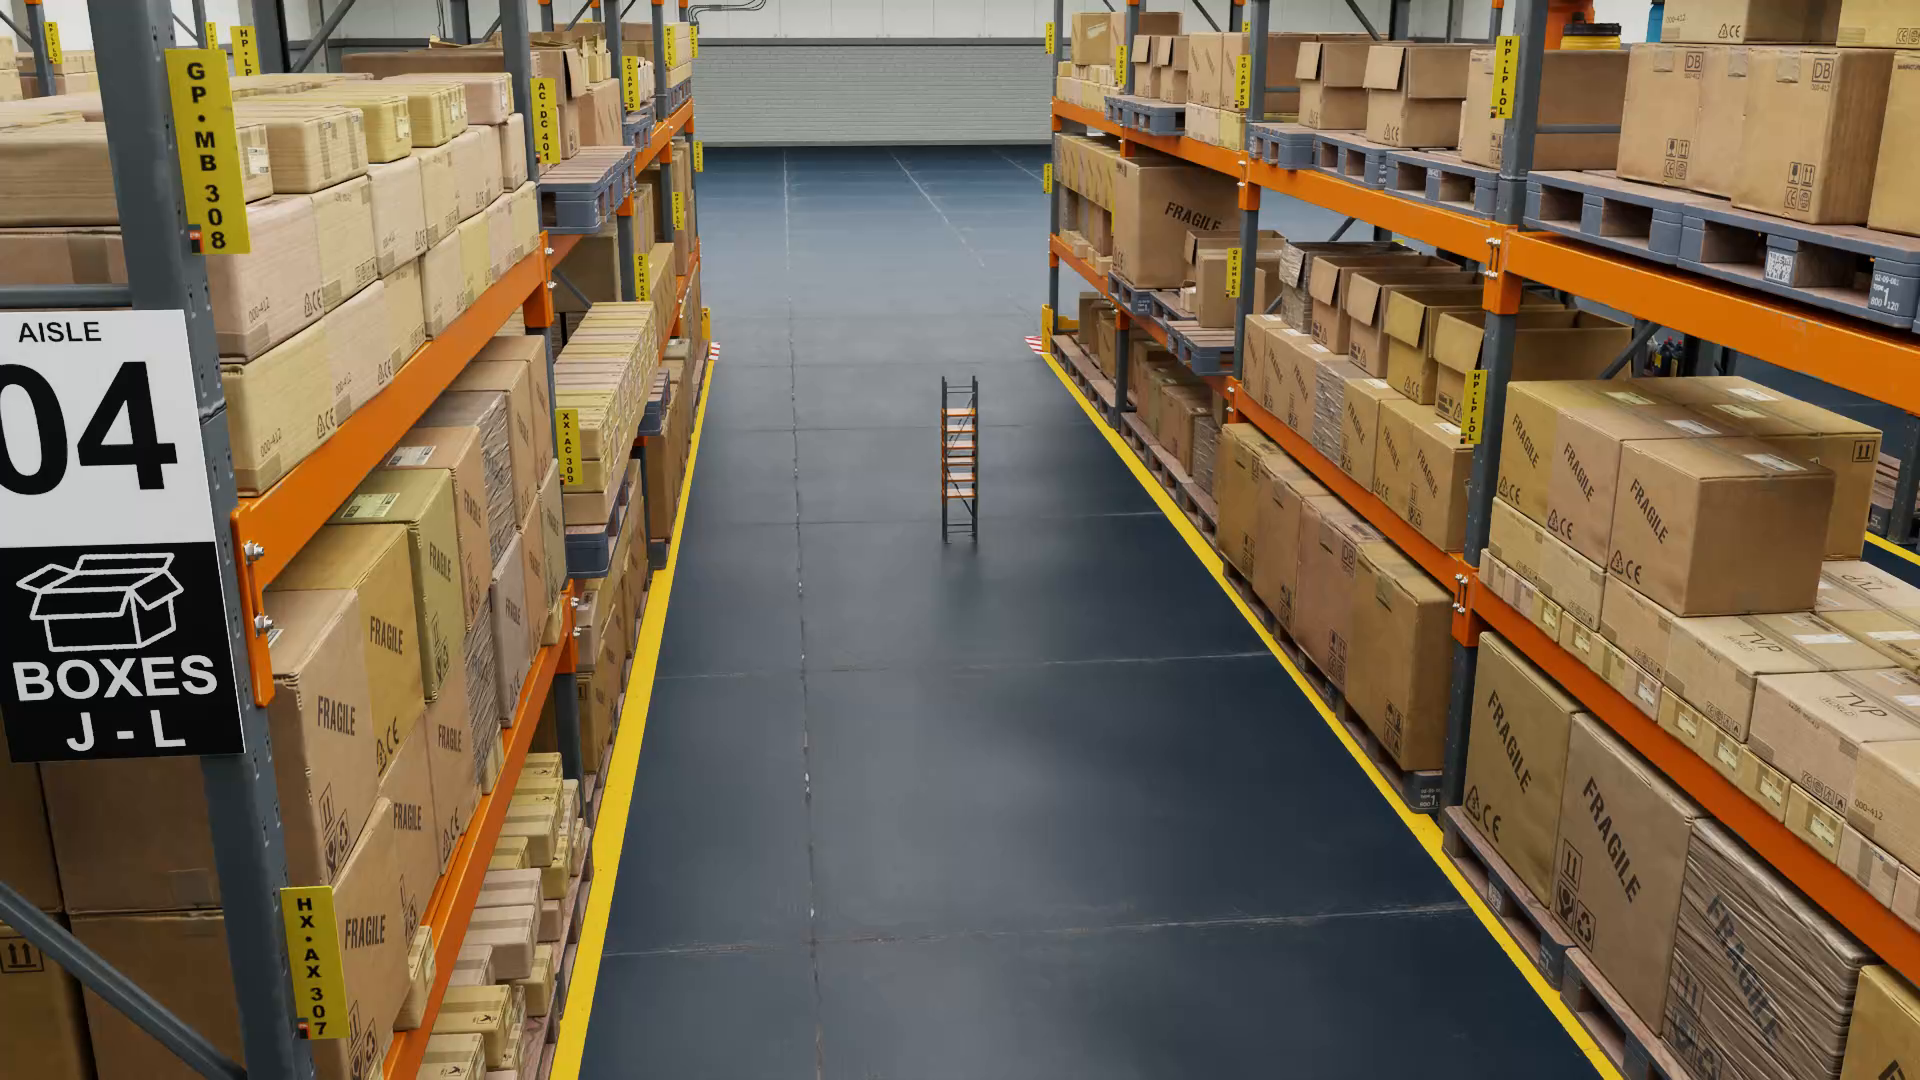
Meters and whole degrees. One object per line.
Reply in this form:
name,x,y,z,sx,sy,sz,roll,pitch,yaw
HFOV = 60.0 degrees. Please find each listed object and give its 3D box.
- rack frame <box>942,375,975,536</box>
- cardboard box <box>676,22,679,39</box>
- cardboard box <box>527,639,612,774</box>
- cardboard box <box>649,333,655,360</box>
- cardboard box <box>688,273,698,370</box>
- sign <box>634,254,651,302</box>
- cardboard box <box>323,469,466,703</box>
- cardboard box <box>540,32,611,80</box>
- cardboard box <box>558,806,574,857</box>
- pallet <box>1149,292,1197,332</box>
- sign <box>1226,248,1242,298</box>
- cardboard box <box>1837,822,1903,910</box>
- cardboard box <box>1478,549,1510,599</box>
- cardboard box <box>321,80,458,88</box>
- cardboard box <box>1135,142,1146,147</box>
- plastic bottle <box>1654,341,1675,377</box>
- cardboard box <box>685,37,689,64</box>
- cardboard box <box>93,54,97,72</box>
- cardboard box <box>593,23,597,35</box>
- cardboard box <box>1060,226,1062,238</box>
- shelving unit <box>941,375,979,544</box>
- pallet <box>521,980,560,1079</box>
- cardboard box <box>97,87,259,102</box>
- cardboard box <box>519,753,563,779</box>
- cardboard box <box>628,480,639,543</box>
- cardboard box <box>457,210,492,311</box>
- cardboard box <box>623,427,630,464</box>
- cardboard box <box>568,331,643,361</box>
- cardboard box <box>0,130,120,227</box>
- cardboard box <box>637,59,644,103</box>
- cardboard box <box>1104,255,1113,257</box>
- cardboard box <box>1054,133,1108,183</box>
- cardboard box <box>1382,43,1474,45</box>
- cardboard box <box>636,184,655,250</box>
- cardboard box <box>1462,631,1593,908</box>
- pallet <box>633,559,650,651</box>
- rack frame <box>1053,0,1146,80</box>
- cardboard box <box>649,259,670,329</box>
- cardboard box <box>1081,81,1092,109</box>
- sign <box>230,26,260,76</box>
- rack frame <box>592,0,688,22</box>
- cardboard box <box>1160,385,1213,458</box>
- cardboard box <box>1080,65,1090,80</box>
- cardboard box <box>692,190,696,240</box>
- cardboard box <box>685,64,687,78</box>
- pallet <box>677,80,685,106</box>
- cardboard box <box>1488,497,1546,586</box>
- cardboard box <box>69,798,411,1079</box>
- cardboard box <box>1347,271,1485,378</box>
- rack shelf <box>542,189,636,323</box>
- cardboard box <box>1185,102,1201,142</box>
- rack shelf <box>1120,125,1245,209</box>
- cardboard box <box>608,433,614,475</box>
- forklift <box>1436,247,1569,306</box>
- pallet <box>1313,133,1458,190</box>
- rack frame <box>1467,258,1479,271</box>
rack frame,-0.011,-0.604,12.098,0.240,1.200,0.006,-2,18,-6
cardboard box,-2.836,-4.778,15.600,0.380,0.149,0.250,-2,18,-6
cardboard box,-1.992,0.807,8.069,0.500,0.500,0.500,-1,17,-3
cardboard box,-2.059,-1.158,10.080,0.380,0.149,0.250,-1,17,-4
cardboard box,-3.188,-2.256,17.202,0.875,0.875,0.875,-2,18,-7
sign,-2.053,-1.682,10.727,0.100,0.325,0.005,-2,18,-6
cardboard box,-1.639,0.121,4.452,0.500,0.500,0.500,-2,18,-7
cardboard box,-2.292,-2.880,9.889,0.396,0.266,0.258,-2,18,-6
cardboard box,-1.790,1.226,6.827,0.380,0.149,0.250,-3,18,-8
pallet,2.107,-1.768,13.122,1.003,0.211,1.213,-2,18,-6
sign,1.813,-1.766,10.995,0.100,0.325,0.005,-2,18,-6
cardboard box,2.735,0.909,4.693,0.380,0.149,0.250,-1,17,-5
cardboard box,2.464,0.139,7.147,0.380,0.149,0.250,-2,18,-6
cardboard box,-1.861,-1.428,5.461,0.380,0.149,0.250,-1,17,-4
cardboard box,1.979,-3.718,16.680,0.500,0.500,0.500,-2,18,-6
plastic bottle,7.052,-1.811,16.626,0.144,0.351,0.185,-2,18,-6
cardboard box,-3.038,-4.995,16.957,0.500,0.250,0.500,-2,18,-6
cardboard box,-7.700,-4.187,14.587,0.380,0.149,0.250,-2,18,-6
cardboard box,-3.385,-4.454,14.569,0.380,0.149,0.250,-2,18,-6
cardboard box,1.319,-3.443,18.554,0.380,0.149,0.250,-2,18,-6
shelving unit,-0.001,-0.577,12.011,0.258,1.200,0.189,-2,18,-6
pallet,-1.946,1.937,5.654,1.003,0.211,1.213,-2,18,-6
cardboard box,-2.302,-1.258,4.917,0.380,0.149,0.250,-1,17,-3
cardboard box,-1.884,1.017,6.994,0.380,0.149,0.250,-1,17,-4
cardboard box,-2.198,-0.168,9.924,0.500,0.250,0.500,-2,17,-5
cardboard box,-1.767,-0.878,5.208,0.500,0.250,0.500,-2,18,-6
cardboard box,-1.870,-0.476,8.404,0.380,0.149,0.250,-3,18,-8
cardboard box,-1.984,-1.076,9.323,0.380,0.149,0.250,-2,18,-6
cardboard box,-1.574,-0.657,3.003,0.380,0.149,0.250,-2,18,-6
cardboard box,-2.552,-3.310,11.984,0.500,0.311,0.500,-2,18,-7
cardboard box,1.611,-2.699,16.185,0.380,0.149,0.250,-2,18,-6
cardboard box,1.313,-4.149,18.053,0.500,0.500,0.500,-2,18,-6
cardboard box,2.663,-2.517,9.309,0.500,0.500,0.500,-1,17,-3
cardboard box,-2.947,-2.717,13.987,0.700,0.500,0.500,-2,18,-7
cardboard box,2.753,0.933,7.044,0.875,0.875,0.875,-2,18,-6
pallet,-2.513,0.415,10.503,1.003,0.211,1.213,-2,18,-6
rack frame,1.527,-6.517,17.912,1.000,3.000,0.127,-2,18,-6
cardboard box,-2.580,-1.939,13.180,0.500,0.500,0.500,-2,17,-5
cardboard box,1.485,-4.407,16.448,0.500,0.250,0.500,-1,17,-4
sign,-2.731,-1.804,6.387,0.100,0.325,0.005,-2,18,-6
rack frame,-3.417,-6.394,17.520,1.000,3.000,0.127,-2,18,-6
cardboard box,2.070,-0.987,13.753,0.700,0.500,0.500,-3,18,-10
cardboard box,1.426,-4.727,16.802,0.380,0.149,0.250,-3,18,-8
cardboard box,-3.334,-3.494,18.048,0.875,0.550,0.550,-2,18,-6
cardboard box,-2.940,-4.699,16.681,0.380,0.149,0.250,-2,18,-6
pallet,-3.201,-4.335,16.119,1.003,0.211,1.213,-2,18,-6
cardboard box,2.553,-0.002,6.929,0.500,0.250,0.500,-2,18,-7
cardboard box,-1.538,0.903,3.628,0.500,0.500,0.500,-1,17,-3
cardboard box,2.552,-1.185,9.104,0.797,0.503,0.637,-1,17,-4
rack shelf,-2.386,-1.640,8.587,1.077,0.370,4.000,-2,18,-6
cardboard box,1.945,-3.062,12.165,0.500,0.250,0.500,-1,17,-4
rack shelf,2.146,-2.955,12.775,1.077,0.370,4.000,-2,18,-6
cardboard box,-1.791,-0.388,7.626,0.380,0.149,0.250,-2,18,-7
forklift,4.442,-1.897,13.326,1.130,2.935,3.031,-2,17,-5
pallet,2.590,-2.089,9.131,1.003,0.211,1.213,-1,17,-3
rack frame,6.454,-3.808,19.298,1.000,3.000,0.127,-2,18,-6
